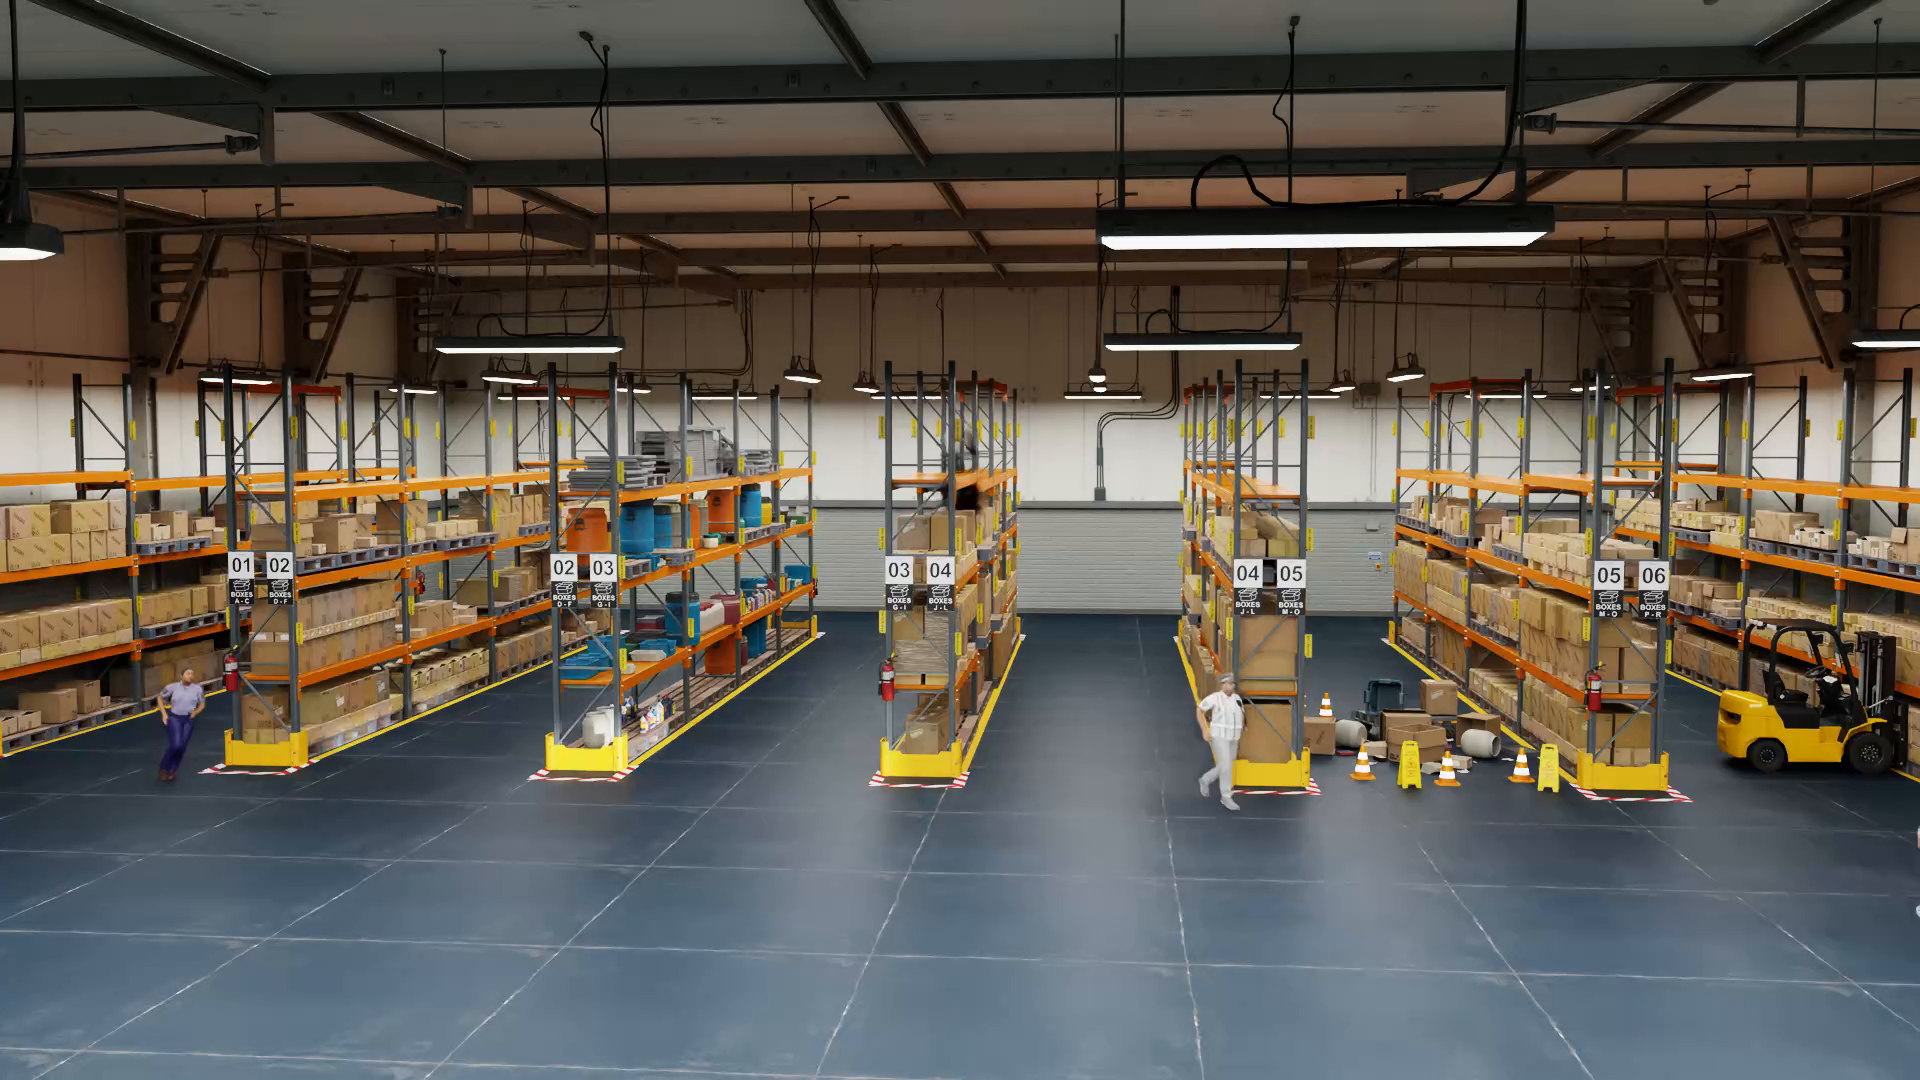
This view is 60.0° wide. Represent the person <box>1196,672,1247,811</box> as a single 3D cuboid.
[{"bbox_3d":[3.581,2.664,22.308,0.700,1.772,0.833,-2,4,-32],"label":"person"}]

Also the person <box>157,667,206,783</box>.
[{"bbox_3d":[-11.167,2.636,23.852,0.664,1.618,0.574,-4,5,-43],"label":"person"}]
